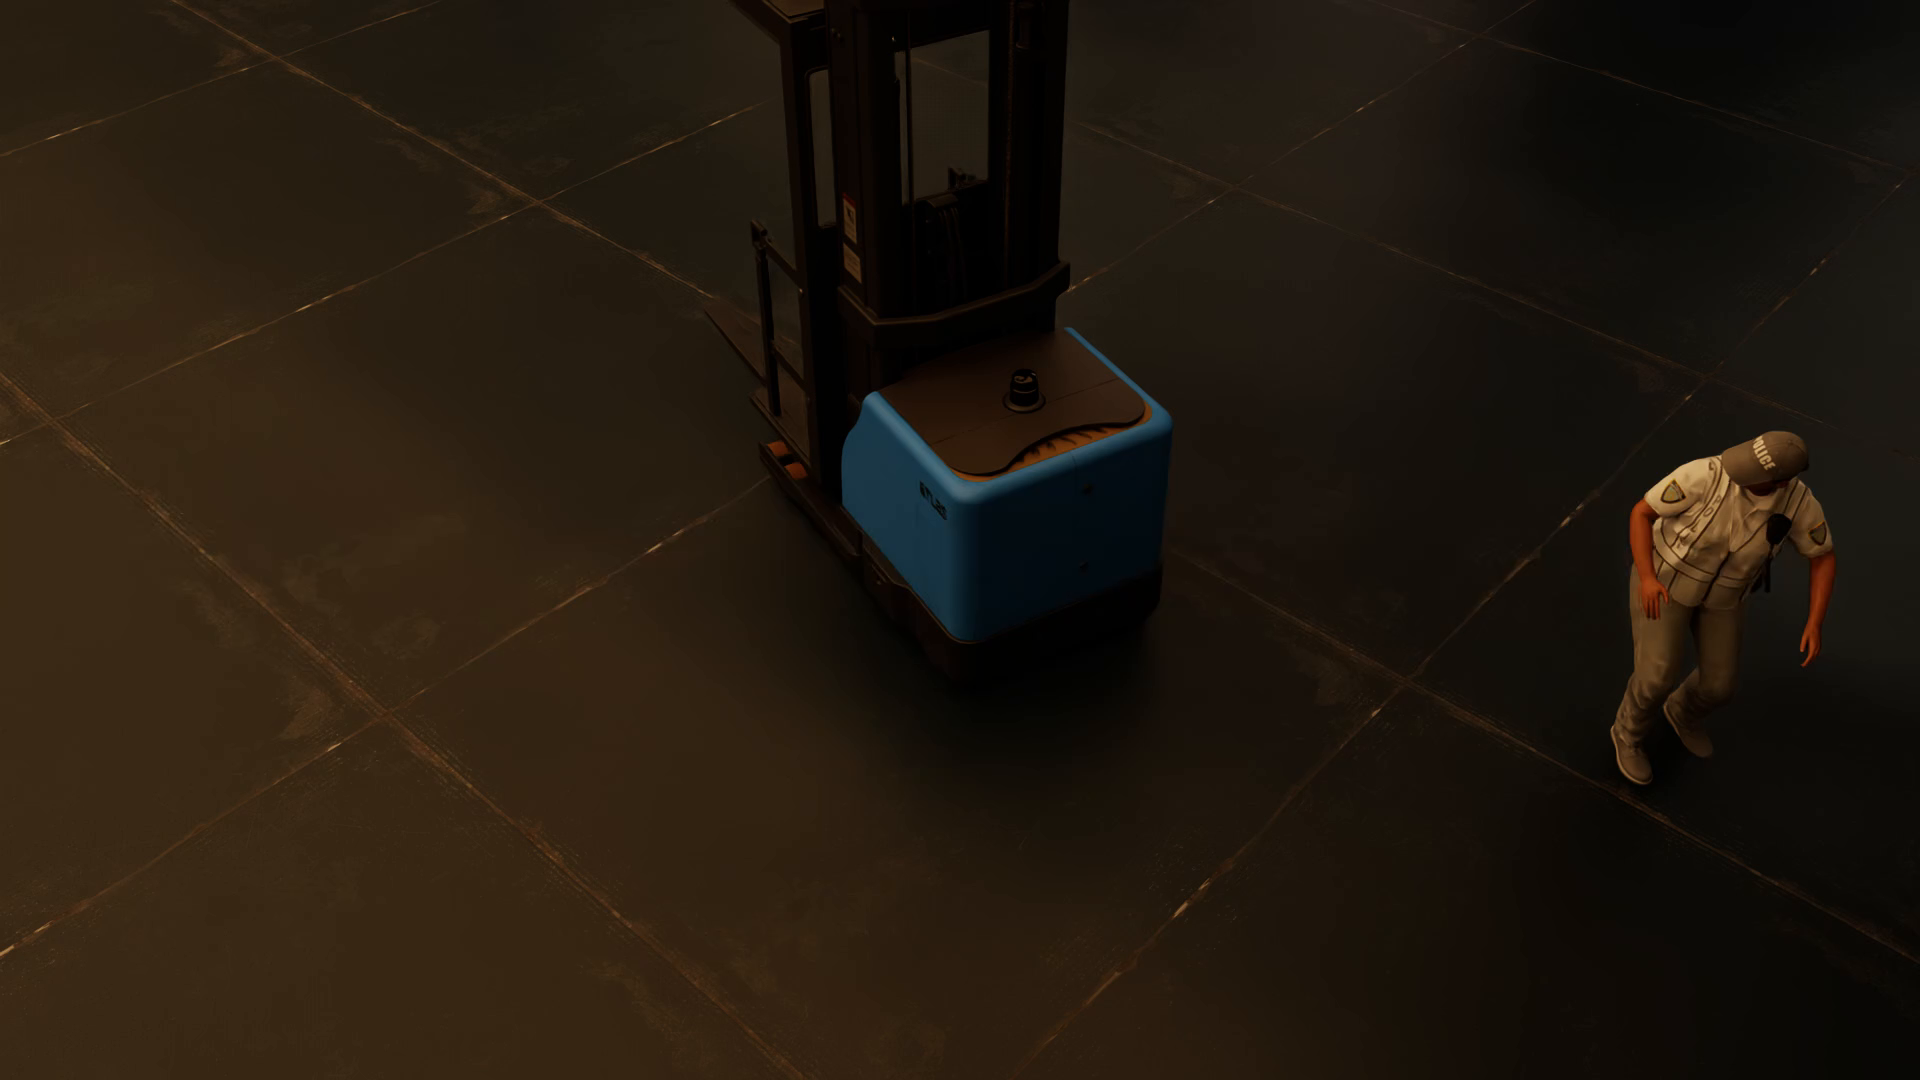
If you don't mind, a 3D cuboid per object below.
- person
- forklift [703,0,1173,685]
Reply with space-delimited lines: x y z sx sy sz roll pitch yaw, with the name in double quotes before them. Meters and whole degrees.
"person" 2.808 0.238 6.203 0.720 1.619 0.597 4 41 5
"forklift" -0.309 -1.455 7.124 1.130 2.935 3.031 -21 45 -23
